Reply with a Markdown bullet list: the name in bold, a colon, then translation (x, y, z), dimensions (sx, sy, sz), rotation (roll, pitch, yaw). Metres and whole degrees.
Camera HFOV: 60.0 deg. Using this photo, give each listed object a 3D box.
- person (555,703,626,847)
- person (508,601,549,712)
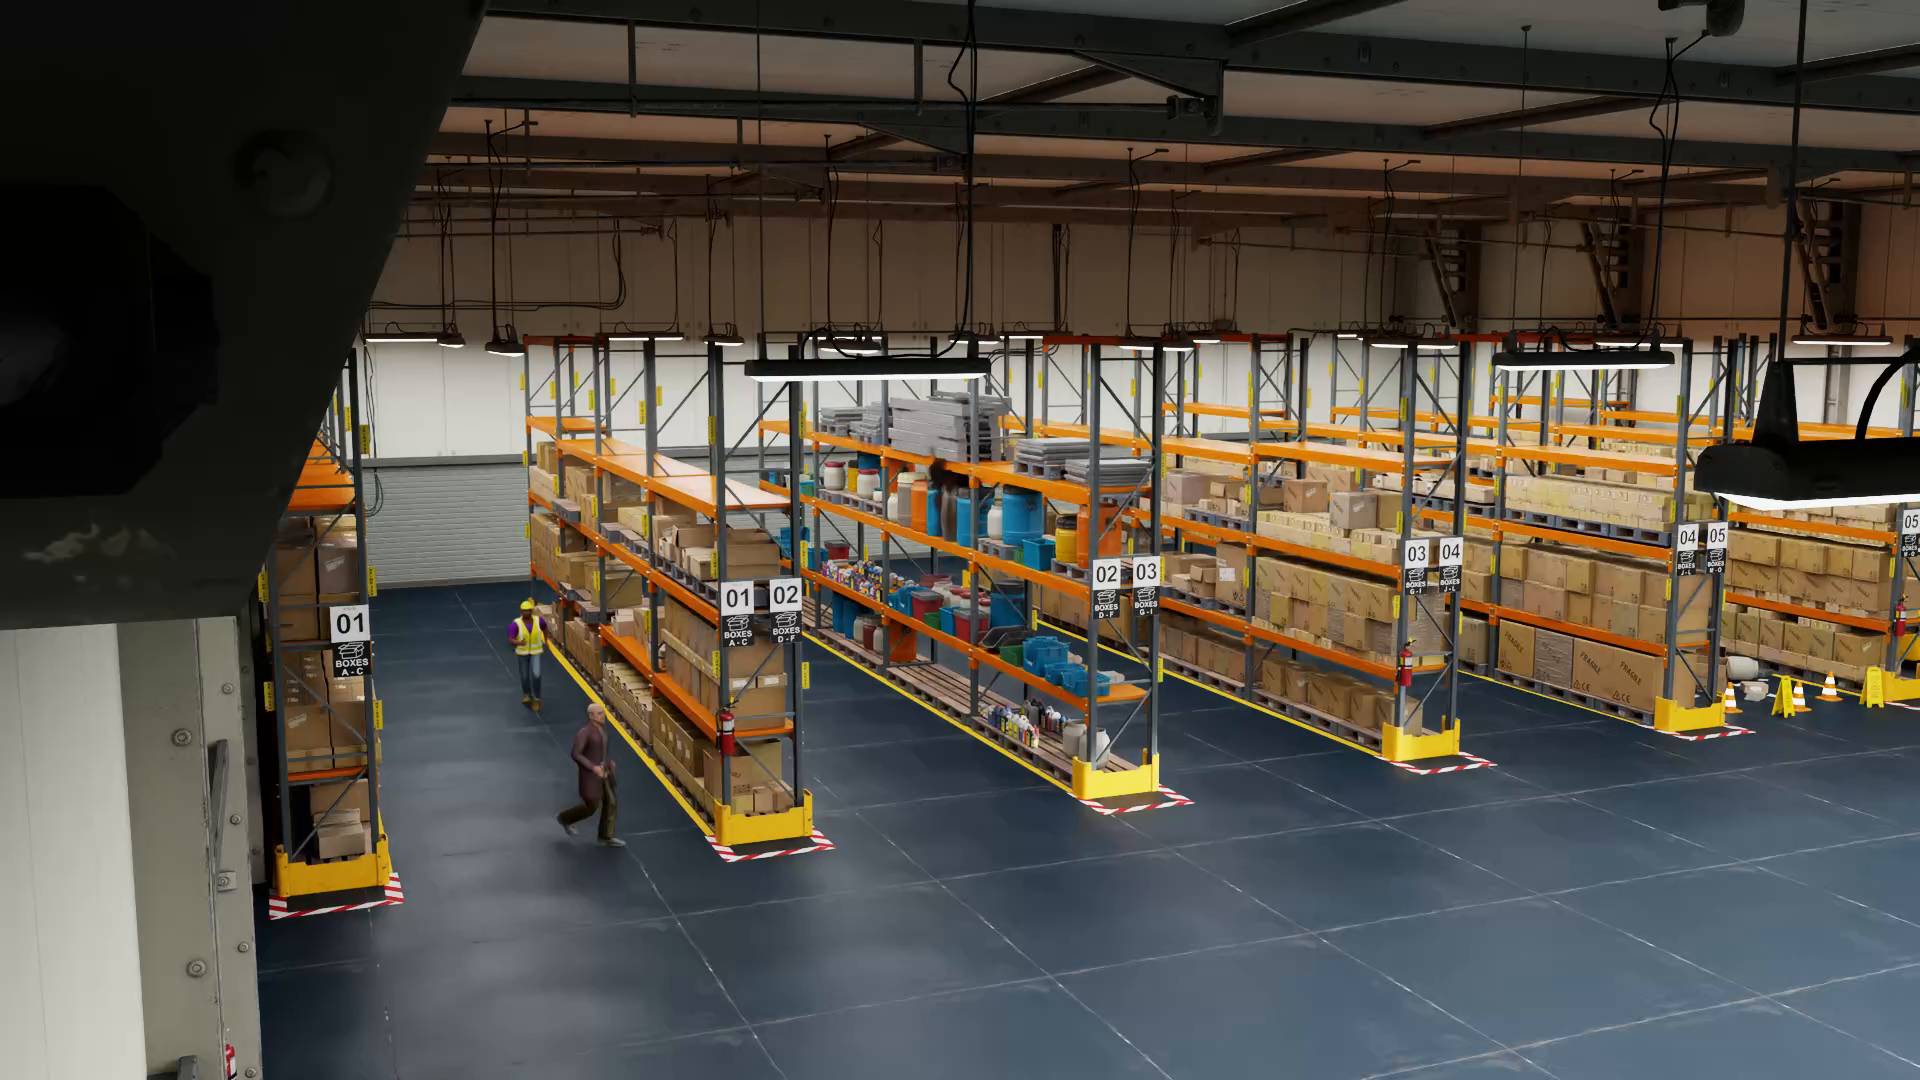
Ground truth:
- **person**: translation (-4.457, 2.816, 20.007), dimensions (0.920, 1.744, 0.729), rotation (3, 8, 22)
- **person**: translation (-6.991, 1.882, 26.979), dimensions (0.655, 1.812, 0.832), rotation (-2, 8, -15)
